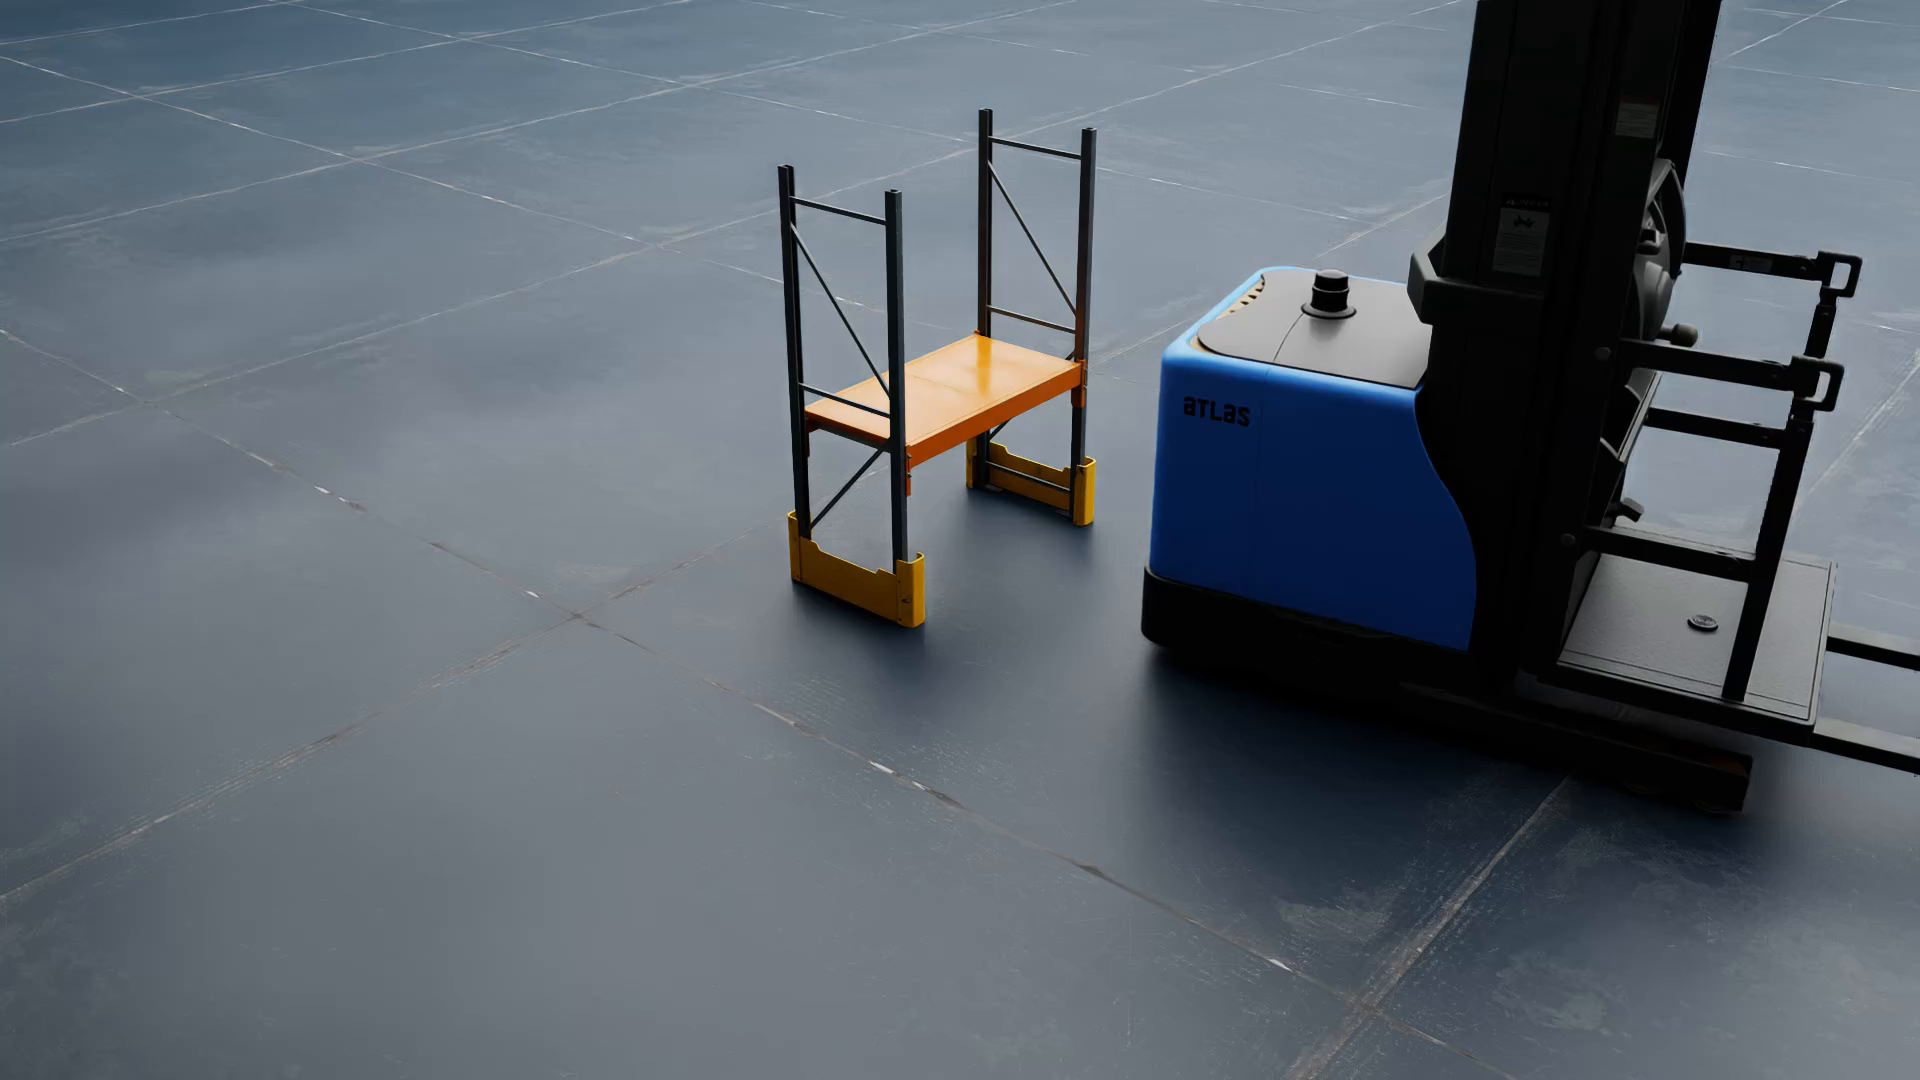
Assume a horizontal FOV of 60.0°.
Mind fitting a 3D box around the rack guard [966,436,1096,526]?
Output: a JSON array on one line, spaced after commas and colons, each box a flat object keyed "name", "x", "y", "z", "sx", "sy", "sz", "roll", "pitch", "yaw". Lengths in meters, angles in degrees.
[{"name": "rack guard", "x": 0.268, "y": -0.261, "z": 6.482, "sx": 0.587, "sy": 0.250, "sz": 0.087, "roll": 21, "pitch": 34, "yaw": 34}]

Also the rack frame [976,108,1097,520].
[{"name": "rack frame", "x": 0.269, "y": -0.816, "z": 6.195, "sx": 0.500, "sy": 1.500, "sz": 0.032, "roll": 21, "pitch": 34, "yaw": 34}]

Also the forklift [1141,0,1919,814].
[{"name": "forklift", "x": 2.145, "y": -0.802, "z": 4.610, "sx": 3.031, "sy": 2.935, "sz": 1.130, "roll": 14, "pitch": 30, "yaw": 25}]

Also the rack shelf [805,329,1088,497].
[{"name": "rack shelf", "x": -0.054, "y": -0.476, "z": 5.930, "sx": 0.538, "sy": 0.185, "sz": 1.000, "roll": 21, "pitch": 34, "yaw": 34}]

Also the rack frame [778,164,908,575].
[{"name": "rack frame", "x": -0.378, "y": -0.456, "z": 5.499, "sx": 0.500, "sy": 1.500, "sz": 0.032, "roll": 21, "pitch": 34, "yaw": 34}]

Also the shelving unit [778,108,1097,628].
[{"name": "shelving unit", "x": -0.049, "y": -0.639, "z": 5.853, "sx": 0.587, "sy": 1.500, "sz": 1.083, "roll": 21, "pitch": 34, "yaw": 34}]

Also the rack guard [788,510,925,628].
[{"name": "rack guard", "x": -0.365, "y": 0.093, "z": 5.799, "sx": 0.587, "sy": 0.250, "sz": 0.087, "roll": 21, "pitch": 34, "yaw": 34}]
